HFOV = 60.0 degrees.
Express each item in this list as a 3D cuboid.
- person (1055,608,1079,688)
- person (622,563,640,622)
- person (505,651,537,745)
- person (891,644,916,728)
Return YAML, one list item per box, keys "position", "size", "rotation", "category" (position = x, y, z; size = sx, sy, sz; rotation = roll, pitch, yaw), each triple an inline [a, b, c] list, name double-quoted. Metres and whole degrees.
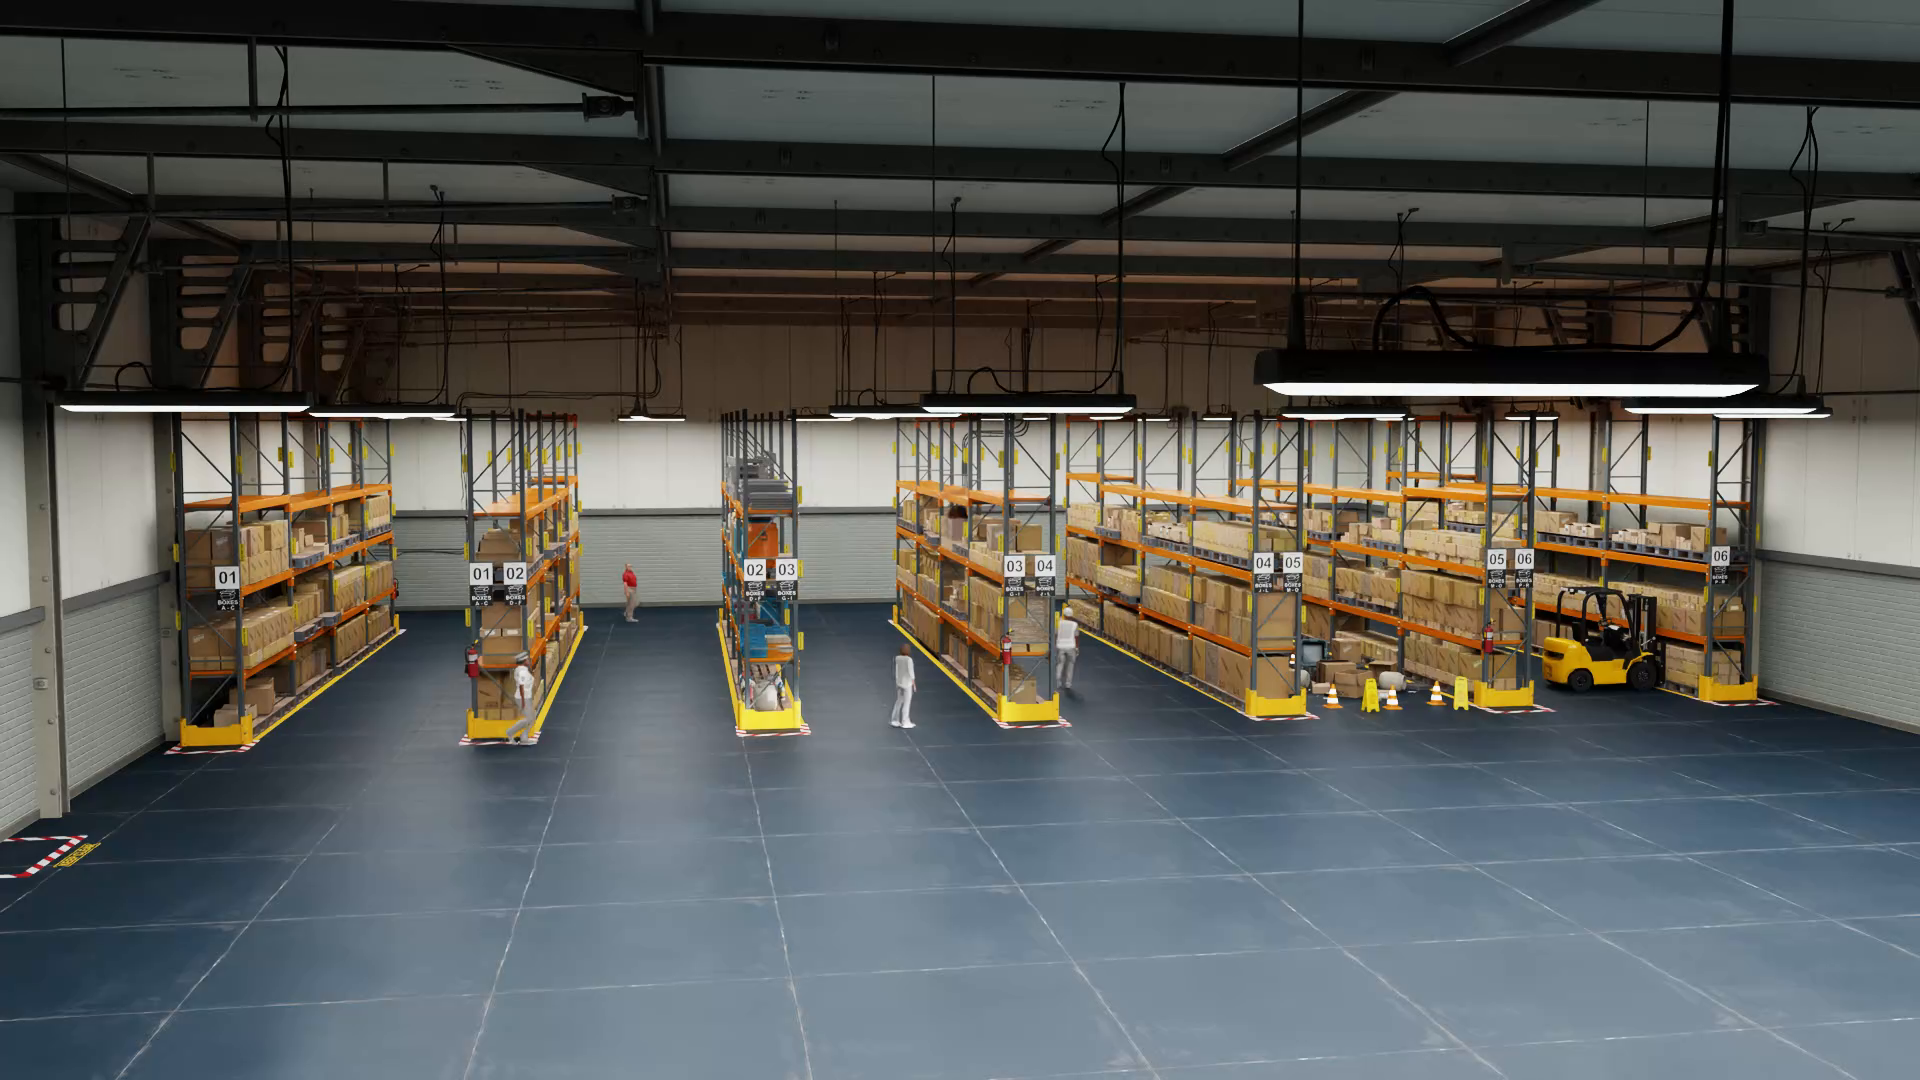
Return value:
- position: [2.274, 2.318, 35.773]
  size: [0.568, 1.741, 0.670]
  rotation: [2, 4, 21]
  category: "person"
- position: [-9.506, 1.513, 47.983]
  size: [0.473, 1.725, 0.546]
  rotation: [0, 4, 1]
  category: "person"
- position: [-7.793, 2.812, 29.487]
  size: [0.511, 1.674, 0.500]
  rotation: [0, 4, -4]
  category: "person"
- position: [-1.039, 2.752, 31.389]
  size: [0.356, 1.625, 0.505]
  rotation: [-3, 5, -38]
  category: "person"
